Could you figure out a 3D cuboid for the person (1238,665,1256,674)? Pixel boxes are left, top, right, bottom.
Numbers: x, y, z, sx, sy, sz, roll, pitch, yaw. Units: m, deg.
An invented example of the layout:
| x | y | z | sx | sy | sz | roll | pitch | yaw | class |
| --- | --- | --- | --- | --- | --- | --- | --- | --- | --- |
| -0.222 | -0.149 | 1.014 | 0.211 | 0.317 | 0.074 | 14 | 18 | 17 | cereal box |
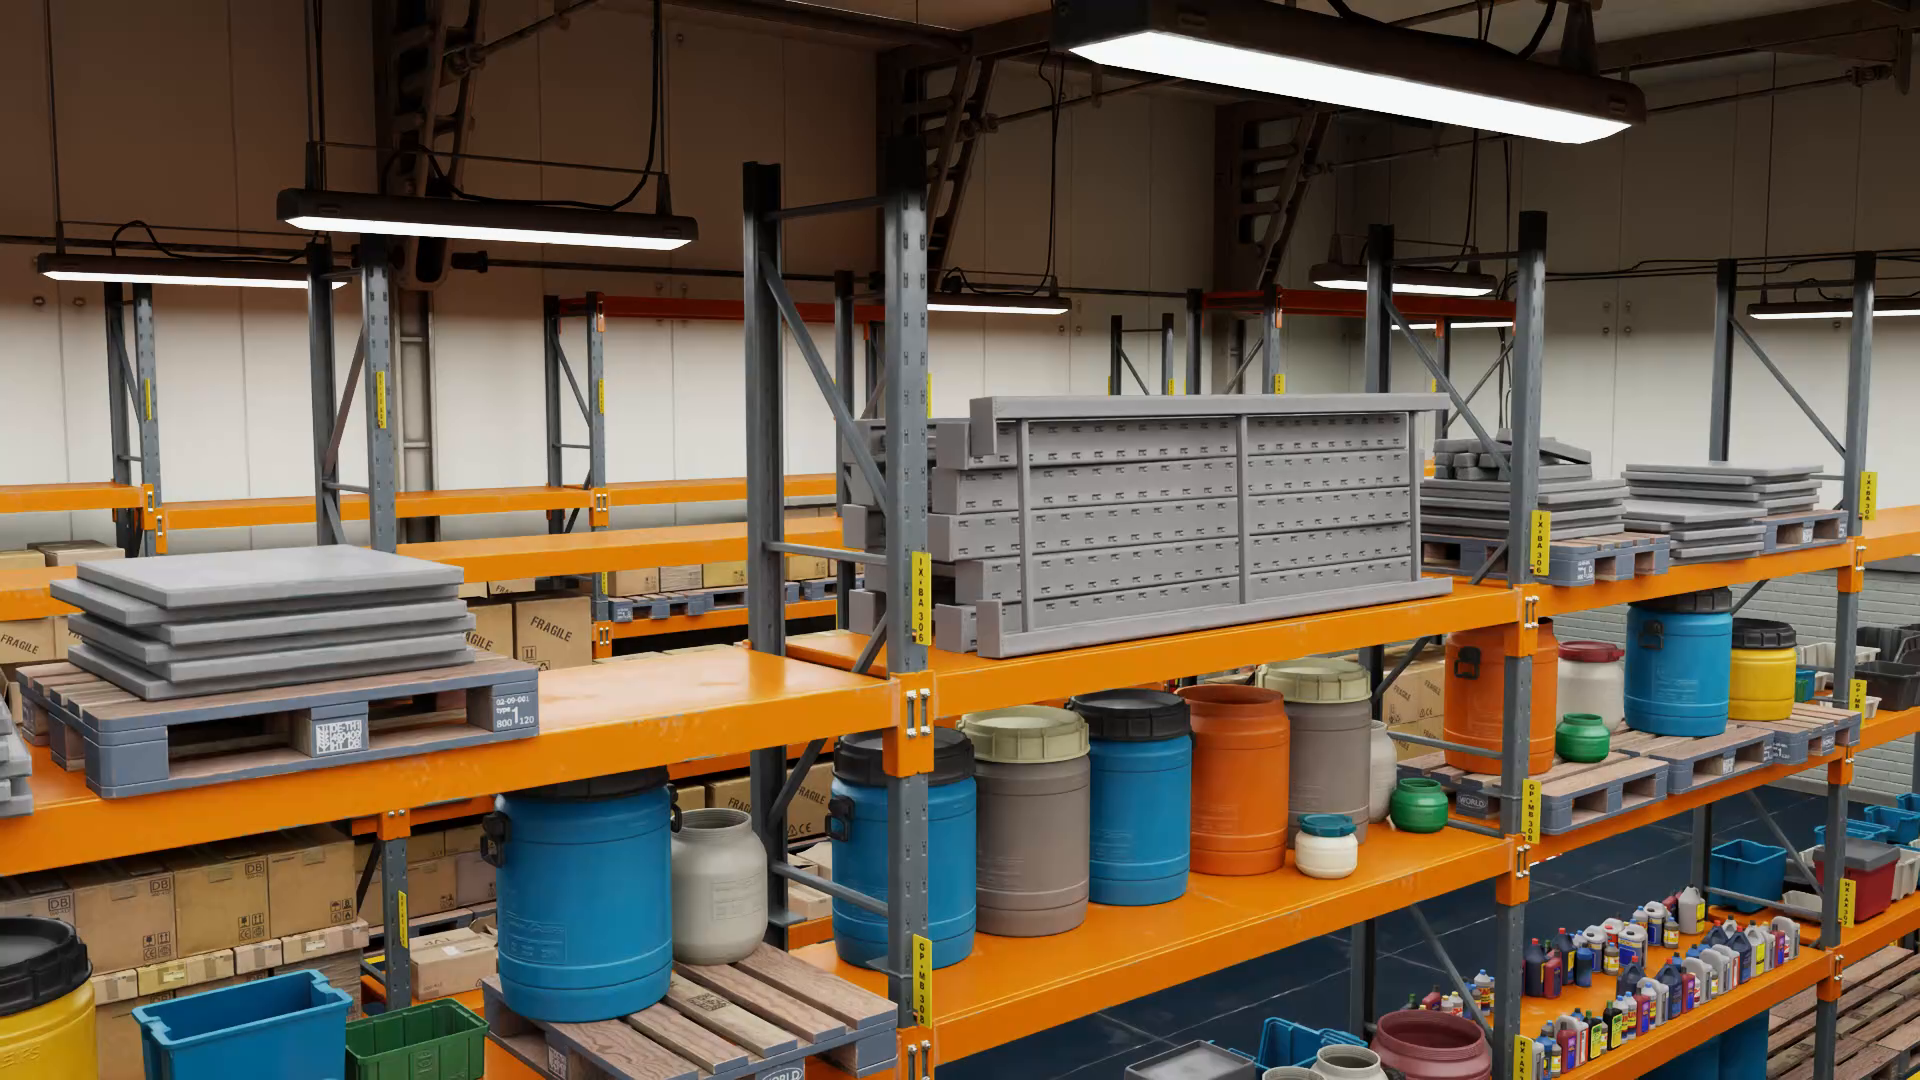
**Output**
| x | y | z | sx | sy | sz | roll | pitch | yaw | class |
| --- | --- | --- | --- | --- | --- | --- | --- | --- | --- |
| 3.529 | 2.308 | 20.881 | 0.593 | 1.726 | 0.951 | 5 | 7 | 39 | person |
